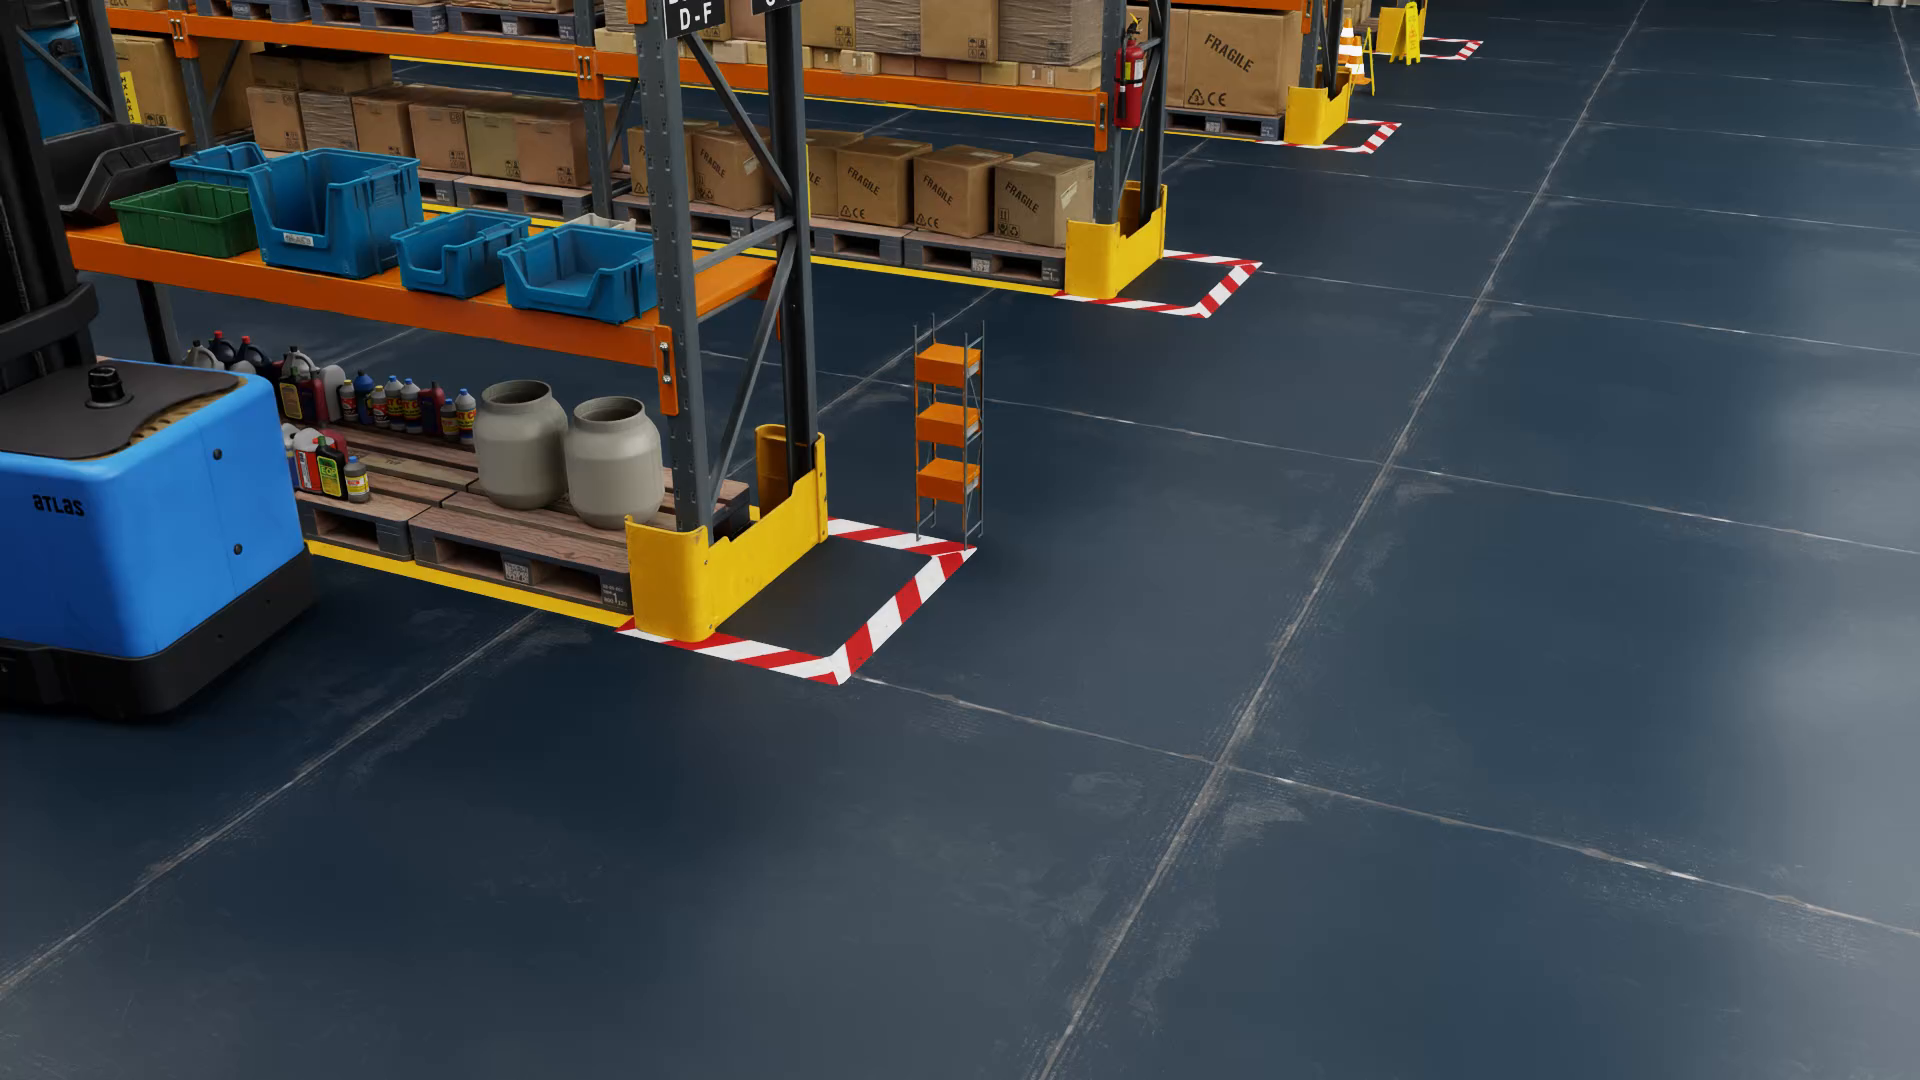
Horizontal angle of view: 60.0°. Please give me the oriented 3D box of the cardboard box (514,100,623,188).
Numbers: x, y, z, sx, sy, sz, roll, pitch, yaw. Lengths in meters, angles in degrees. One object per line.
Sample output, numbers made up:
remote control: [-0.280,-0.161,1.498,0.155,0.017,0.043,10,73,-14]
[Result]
cardboard box: [-3.047,-3.102,12.986,0.500,0.500,0.700,9,28,18]

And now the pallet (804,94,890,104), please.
pallet: [-1.086,-4.740,17.139,1.213,0.211,1.003,11,28,22]

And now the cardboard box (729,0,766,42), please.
cardboard box: [-1.176,-3.820,11.662,0.500,0.500,0.875,11,28,22]

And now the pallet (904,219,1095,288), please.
pallet: [0.350,-2.099,11.775,1.213,0.211,1.003,11,28,22]

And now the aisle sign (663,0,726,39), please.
aisle sign: [-0.964,-2.216,5.911,0.004,0.787,0.394,11,28,22]

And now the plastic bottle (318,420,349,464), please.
plastic bottle: [-2.934,-0.420,7.785,0.133,0.283,0.061,11,28,22]

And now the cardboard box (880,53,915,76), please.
cardboard box: [-0.345,-3.252,11.243,0.250,0.149,0.380,11,28,22]

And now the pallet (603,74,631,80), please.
pallet: [-3.307,-5.187,18.046,1.213,0.211,1.003,11,28,22]

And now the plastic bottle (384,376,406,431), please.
plastic bottle: [-2.831,-0.693,8.353,0.097,0.271,0.097,0,26,0]

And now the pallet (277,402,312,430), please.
pallet: [-3.953,-0.523,8.573,1.213,0.211,1.003,11,28,22]

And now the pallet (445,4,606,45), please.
pallet: [-3.133,-4.017,12.730,1.213,0.211,1.003,11,28,22]

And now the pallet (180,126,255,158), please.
pallet: [-6.825,-3.560,14.741,1.213,0.211,1.003,11,28,22]

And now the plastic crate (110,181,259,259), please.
plastic crate: [-3.428,-1.457,7.552,0.662,0.188,0.450,11,28,22]

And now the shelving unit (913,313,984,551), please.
shelving unit: [-0.049,-0.481,7.538,0.252,1.050,0.215,11,28,22]

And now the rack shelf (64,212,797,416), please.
rack shelf: [-2.727,-1.225,7.656,4.000,0.370,1.077,11,28,22]

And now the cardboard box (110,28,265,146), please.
cardboard box: [-6.758,-4.006,14.421,0.875,0.875,1.225,10,28,19]

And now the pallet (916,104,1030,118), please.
pallet: [0.308,-4.459,16.568,1.213,0.211,1.003,11,28,22]

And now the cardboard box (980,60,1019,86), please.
cardboard box: [0.323,-3.101,10.937,0.250,0.149,0.380,11,28,22]

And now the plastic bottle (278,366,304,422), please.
plastic bottle: [-3.392,-0.750,8.455,0.133,0.283,0.061,11,28,22]

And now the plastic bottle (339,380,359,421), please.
plastic bottle: [-3.108,-0.717,8.481,0.097,0.201,0.097,0,26,0]

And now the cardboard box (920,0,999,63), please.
cardboard box: [0.150,-3.507,11.026,0.500,0.500,0.875,11,28,22]

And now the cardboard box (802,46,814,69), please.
cardboard box: [-1.055,-3.363,11.469,0.250,0.149,0.380,11,28,22]

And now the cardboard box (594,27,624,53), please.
cardboard box: [-2.426,-3.632,12.015,0.250,0.149,0.380,11,28,22]

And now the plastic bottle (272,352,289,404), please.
plastic bottle: [-3.502,-0.842,8.642,0.133,0.283,0.061,13,29,25]

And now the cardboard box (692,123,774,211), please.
cardboard box: [-1.625,-2.781,12.357,0.500,0.500,0.500,22,34,38]

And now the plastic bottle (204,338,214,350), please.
plastic bottle: [-3.973,-0.937,8.834,0.133,0.283,0.061,13,29,24]

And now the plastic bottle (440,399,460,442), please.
plastic bottle: [-2.522,-0.600,8.242,0.097,0.201,0.097,0,26,0]

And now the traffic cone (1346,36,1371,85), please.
traffic cone: [4.171,-5.072,17.527,0.334,0.463,0.336,11,28,22]

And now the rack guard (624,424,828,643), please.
rack guard: [-0.995,-0.056,7.297,0.348,0.500,1.175,11,28,22]

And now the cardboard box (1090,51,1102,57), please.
cardboard box: [0.983,-3.209,11.156,0.250,0.149,0.380,11,28,22]

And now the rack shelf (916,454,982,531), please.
rack shelf: [-0.049,-0.222,7.666,0.240,0.259,0.215,11,28,22]

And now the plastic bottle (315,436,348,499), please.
plastic bottle: [-2.873,-0.334,7.610,0.133,0.283,0.061,12,29,23]

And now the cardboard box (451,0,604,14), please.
cardboard box: [-3.162,-4.564,12.469,1.000,1.000,1.000,12,28,22]

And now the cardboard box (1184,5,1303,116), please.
cardboard box: [2.645,-4.482,15.387,0.875,0.875,0.875,12,28,22]

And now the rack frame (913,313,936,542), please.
rack frame: [-0.160,-0.503,7.584,0.008,1.050,0.200,11,28,22]

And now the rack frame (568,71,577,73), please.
rack frame: [-3.993,-6.612,17.784,0.127,3.000,1.000,11,28,22]

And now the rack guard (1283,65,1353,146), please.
rack guard: [3.311,-4.024,15.356,0.348,0.500,1.175,11,28,22]

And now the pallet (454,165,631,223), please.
pallet: [-3.206,-2.796,13.189,1.213,0.211,1.003,11,28,22]

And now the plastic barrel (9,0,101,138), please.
plastic barrel: [-4.774,-2.331,8.520,0.708,0.901,0.600,11,28,22]

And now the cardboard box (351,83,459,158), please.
cardboard box: [-4.491,-3.401,13.593,0.500,0.500,0.700,14,29,26]

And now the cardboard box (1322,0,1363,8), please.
cardboard box: [4.409,-6.491,19.327,0.500,0.500,0.500,12,28,22]

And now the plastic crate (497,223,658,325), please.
plastic crate: [-1.486,-1.086,6.729,0.616,0.251,0.499,11,28,22]

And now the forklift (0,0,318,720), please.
forklift: [-4.309,-0.984,6.430,3.031,2.935,1.130,7,27,14]

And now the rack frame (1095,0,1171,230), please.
rack frame: [1.144,-3.174,10.800,0.127,3.000,1.000,11,28,22]

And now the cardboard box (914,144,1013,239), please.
cardboard box: [0.024,-2.457,11.699,0.500,0.500,0.500,20,33,35]

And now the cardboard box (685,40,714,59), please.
cardboard box: [-1.733,-3.504,11.757,0.250,0.149,0.380,11,28,22]

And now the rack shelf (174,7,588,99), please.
rack shelf: [-4.318,-3.948,13.187,4.000,0.370,1.077,11,28,22]

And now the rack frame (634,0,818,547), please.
rack frame: [-0.906,-1.182,6.755,0.127,3.000,1.000,11,28,22]
